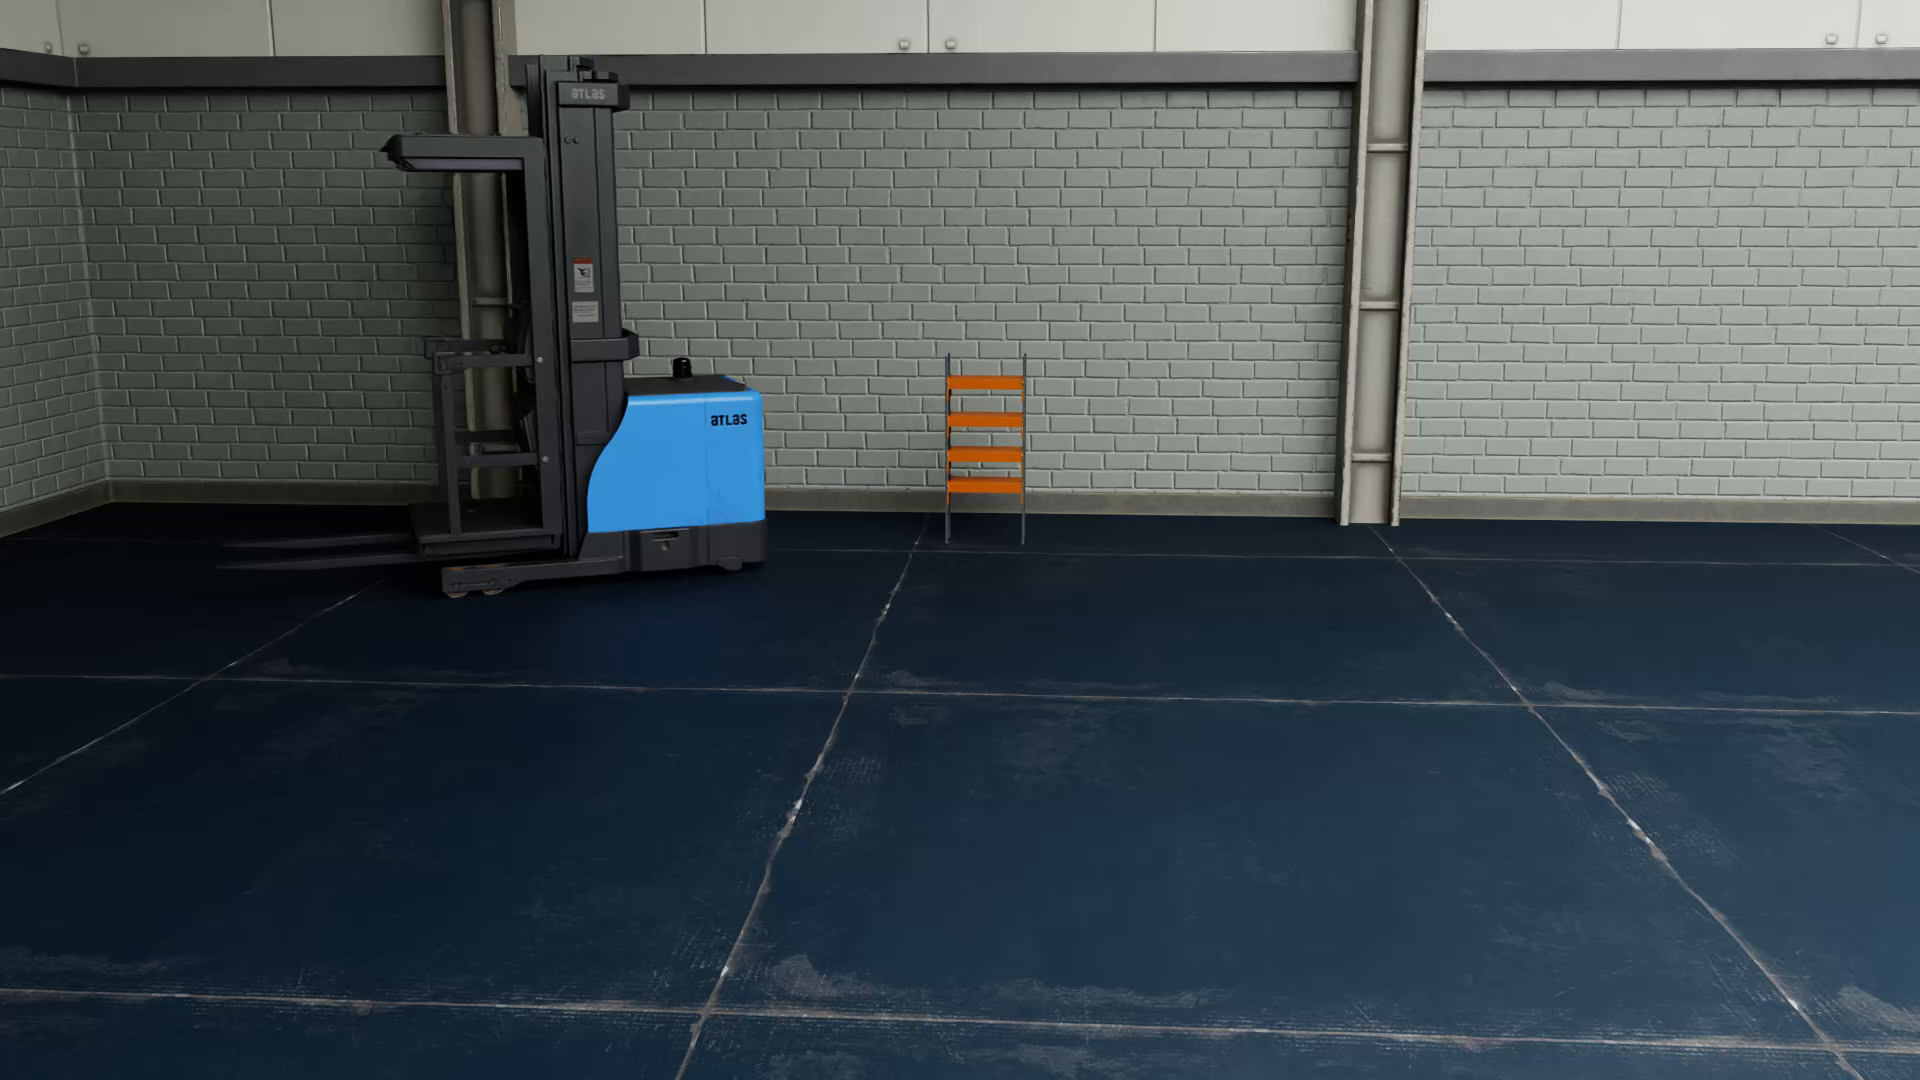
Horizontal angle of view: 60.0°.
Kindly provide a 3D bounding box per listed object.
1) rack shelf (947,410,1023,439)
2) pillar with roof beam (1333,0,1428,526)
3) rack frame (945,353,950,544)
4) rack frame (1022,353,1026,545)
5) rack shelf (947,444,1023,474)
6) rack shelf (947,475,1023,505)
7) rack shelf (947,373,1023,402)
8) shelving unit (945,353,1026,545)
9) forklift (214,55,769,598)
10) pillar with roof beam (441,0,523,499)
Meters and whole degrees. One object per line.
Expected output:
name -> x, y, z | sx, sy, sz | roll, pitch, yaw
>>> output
rack shelf -> 0.165, -0.738, 10.602 | 0.480, 0.148, 0.258 | 1, 12, 4
pillar with roof beam -> 2.489, -3.654, 6.260 | 0.400, 9.000, 9.100 | 1, 12, 4
rack frame -> -0.078, -0.588, 10.650 | 0.015, 1.200, 0.240 | 1, 12, 4
rack frame -> 0.409, -0.582, 10.618 | 0.015, 1.200, 0.240 | 1, 12, 4
rack shelf -> 0.165, -0.519, 10.648 | 0.480, 0.148, 0.258 | 1, 12, 4
rack shelf -> 0.165, -0.325, 10.689 | 0.480, 0.148, 0.258 | 1, 12, 4
rack shelf -> 0.165, -0.970, 10.554 | 0.480, 0.148, 0.258 | 1, 12, 4
shelving unit -> 0.165, -0.585, 10.634 | 0.503, 1.200, 0.258 | 1, 12, 4
forklift -> -2.712, -1.236, 9.519 | 3.031, 2.935, 1.130 | -4, 13, -20
pillar with roof beam -> -3.497, -3.736, 6.652 | 0.400, 9.000, 9.100 | 1, 12, 4
